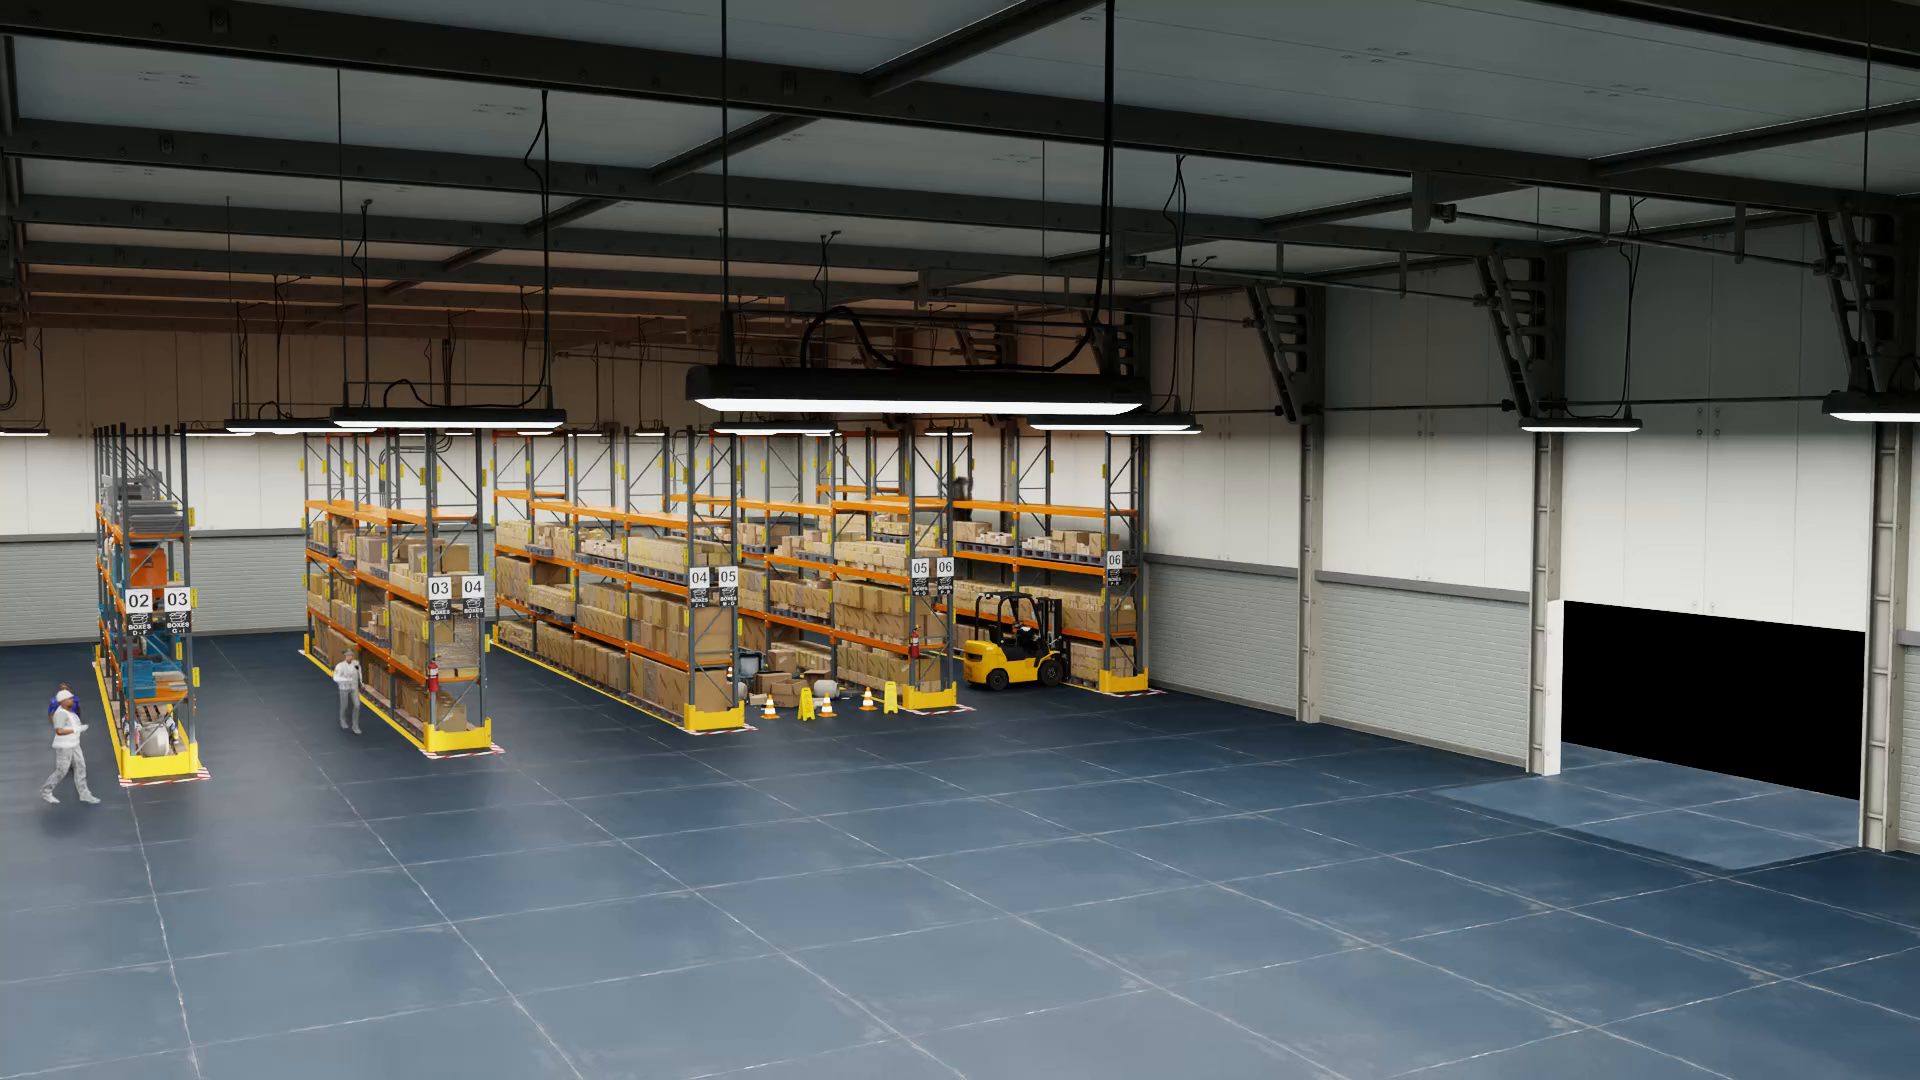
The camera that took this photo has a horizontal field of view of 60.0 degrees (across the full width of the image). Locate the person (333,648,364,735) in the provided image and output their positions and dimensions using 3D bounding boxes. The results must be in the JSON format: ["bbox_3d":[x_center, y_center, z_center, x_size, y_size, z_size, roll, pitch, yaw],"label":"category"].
[{"bbox_3d":[-11.946,2.928,32.461,0.602,1.681,0.936,-2,4,-32],"label":"person"}]

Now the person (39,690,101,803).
[{"bbox_3d":[-13.937,3.242,25.937,0.849,1.809,0.669,-1,3,-9],"label":"person"}]

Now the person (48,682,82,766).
[{"bbox_3d":[-15.380,3.206,28.567,0.659,1.583,0.575,3,5,44],"label":"person"}]
